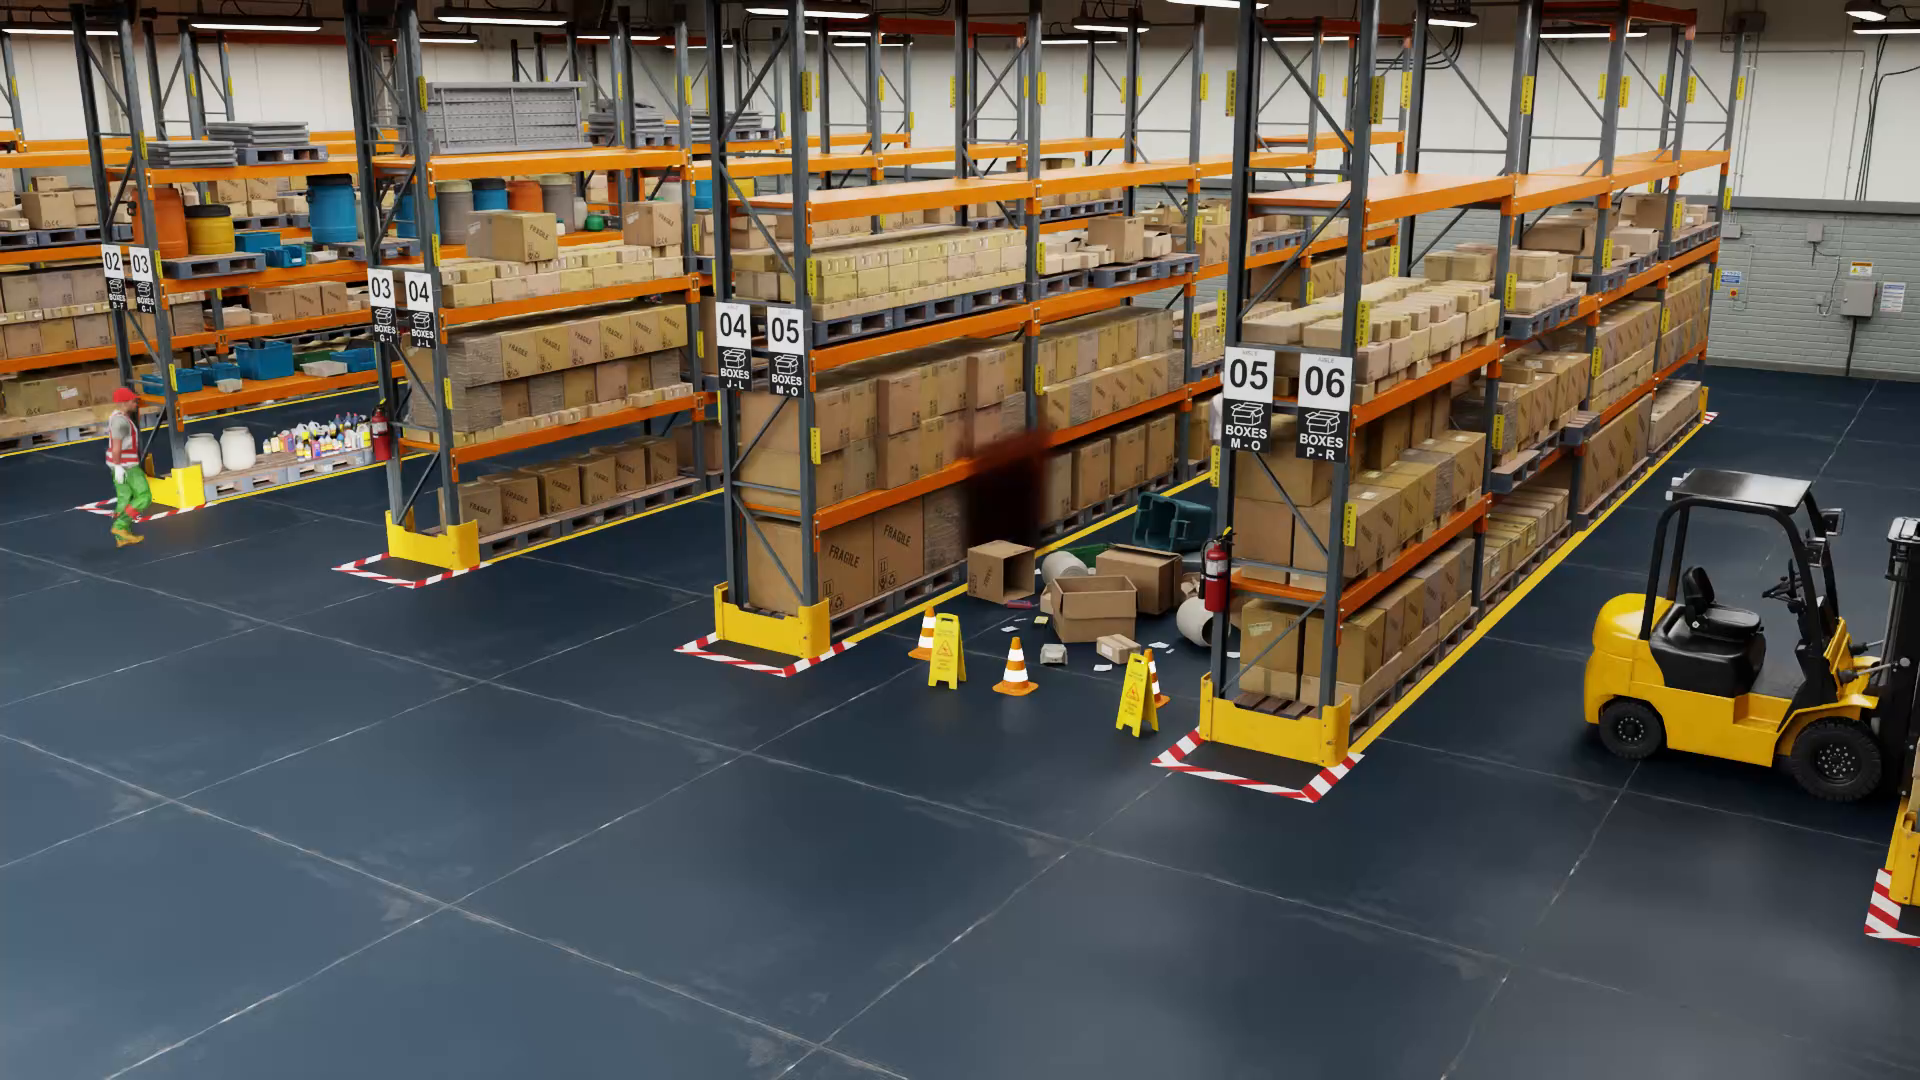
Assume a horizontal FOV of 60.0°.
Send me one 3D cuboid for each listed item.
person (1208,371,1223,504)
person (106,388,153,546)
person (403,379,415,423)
[{"bbox_3d":[3.286,-1.194,20.226,0.586,1.771,0.503,7,17,24],"label":"person"},{"bbox_3d":[-9.489,-0.831,18.871,0.549,1.774,0.572,-14,21,-42],"label":"person"},{"bbox_3d":[-8.209,-2.599,25.267,0.926,1.756,0.564,4,16,15],"label":"person"}]
